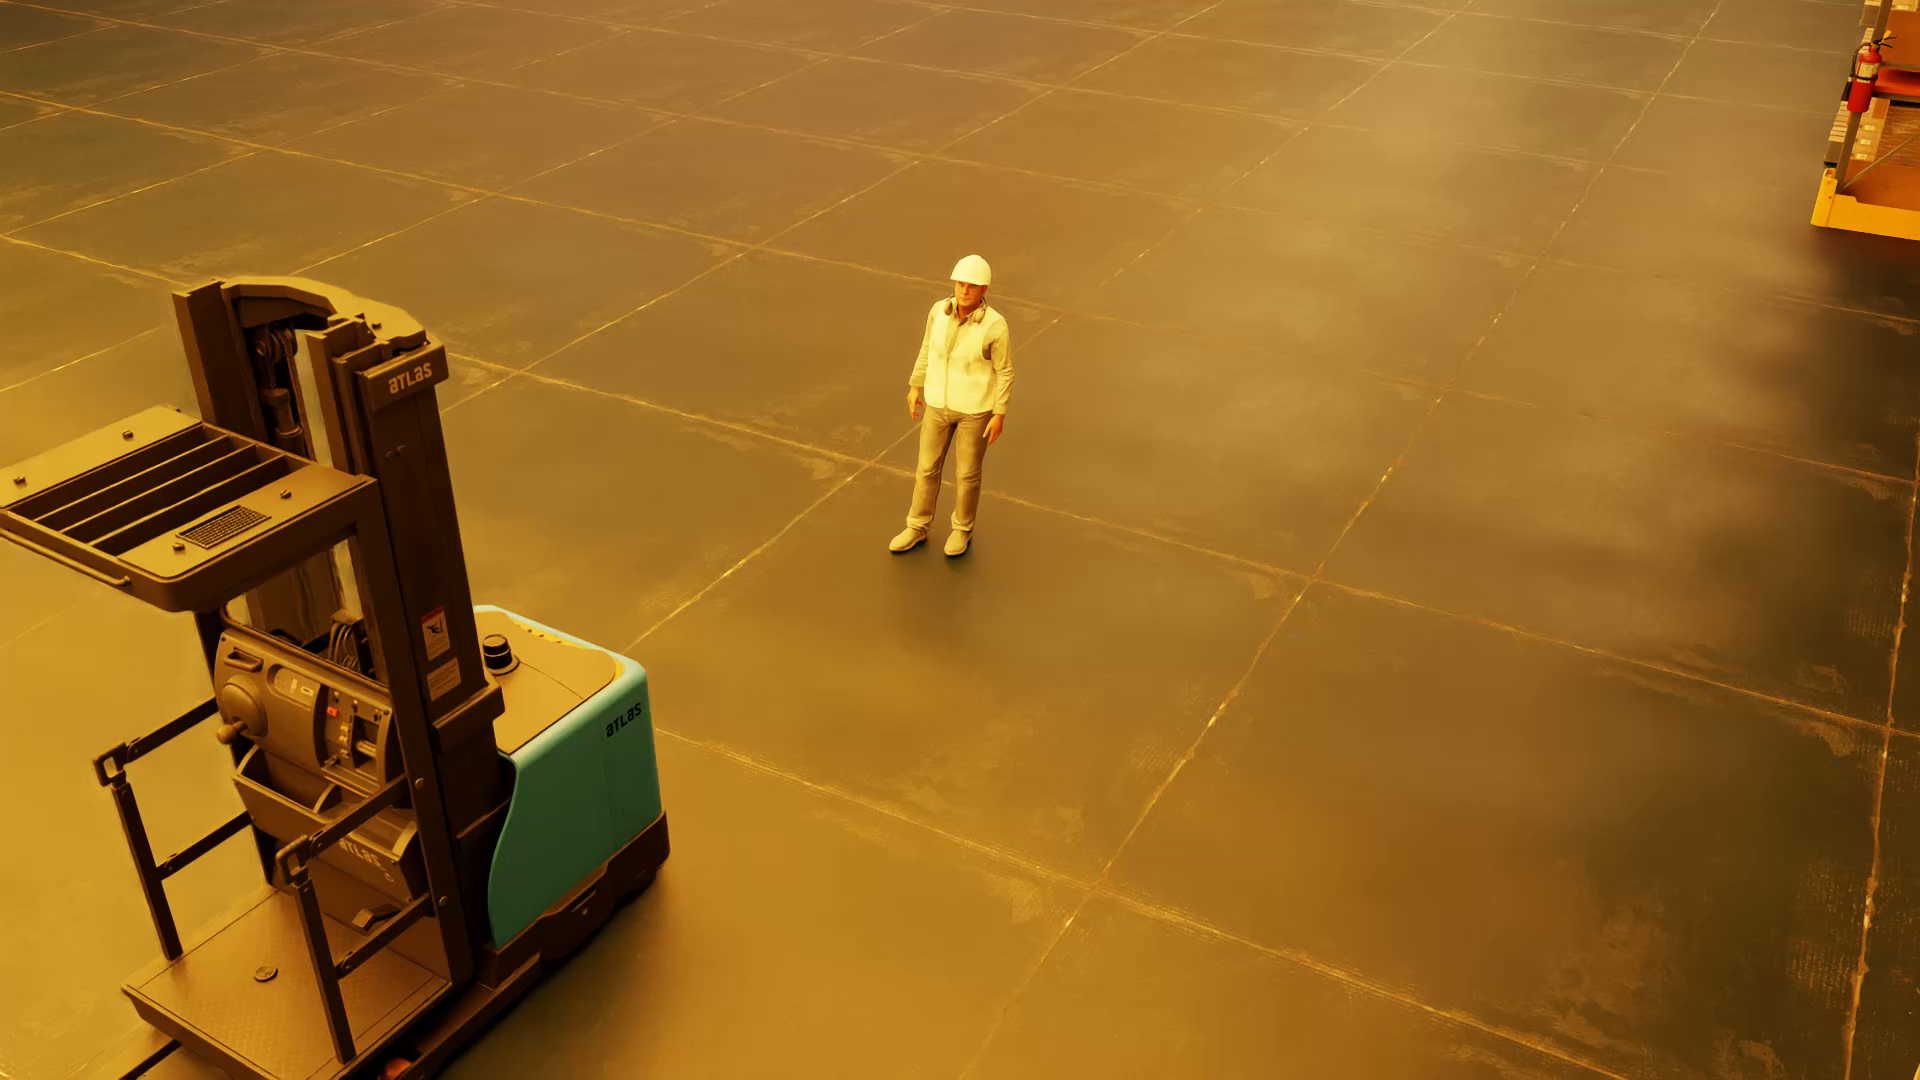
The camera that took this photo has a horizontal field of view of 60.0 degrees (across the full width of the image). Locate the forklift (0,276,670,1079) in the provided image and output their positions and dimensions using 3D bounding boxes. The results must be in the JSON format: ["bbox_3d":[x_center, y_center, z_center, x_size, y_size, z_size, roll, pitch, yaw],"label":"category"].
[{"bbox_3d":[-2.501,0.679,5.894,1.130,2.935,3.031,17,34,27],"label":"forklift"}]

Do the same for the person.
[{"bbox_3d":[-0.037,-0.750,9.512,0.632,1.773,0.568,15,33,25],"label":"person"}]
